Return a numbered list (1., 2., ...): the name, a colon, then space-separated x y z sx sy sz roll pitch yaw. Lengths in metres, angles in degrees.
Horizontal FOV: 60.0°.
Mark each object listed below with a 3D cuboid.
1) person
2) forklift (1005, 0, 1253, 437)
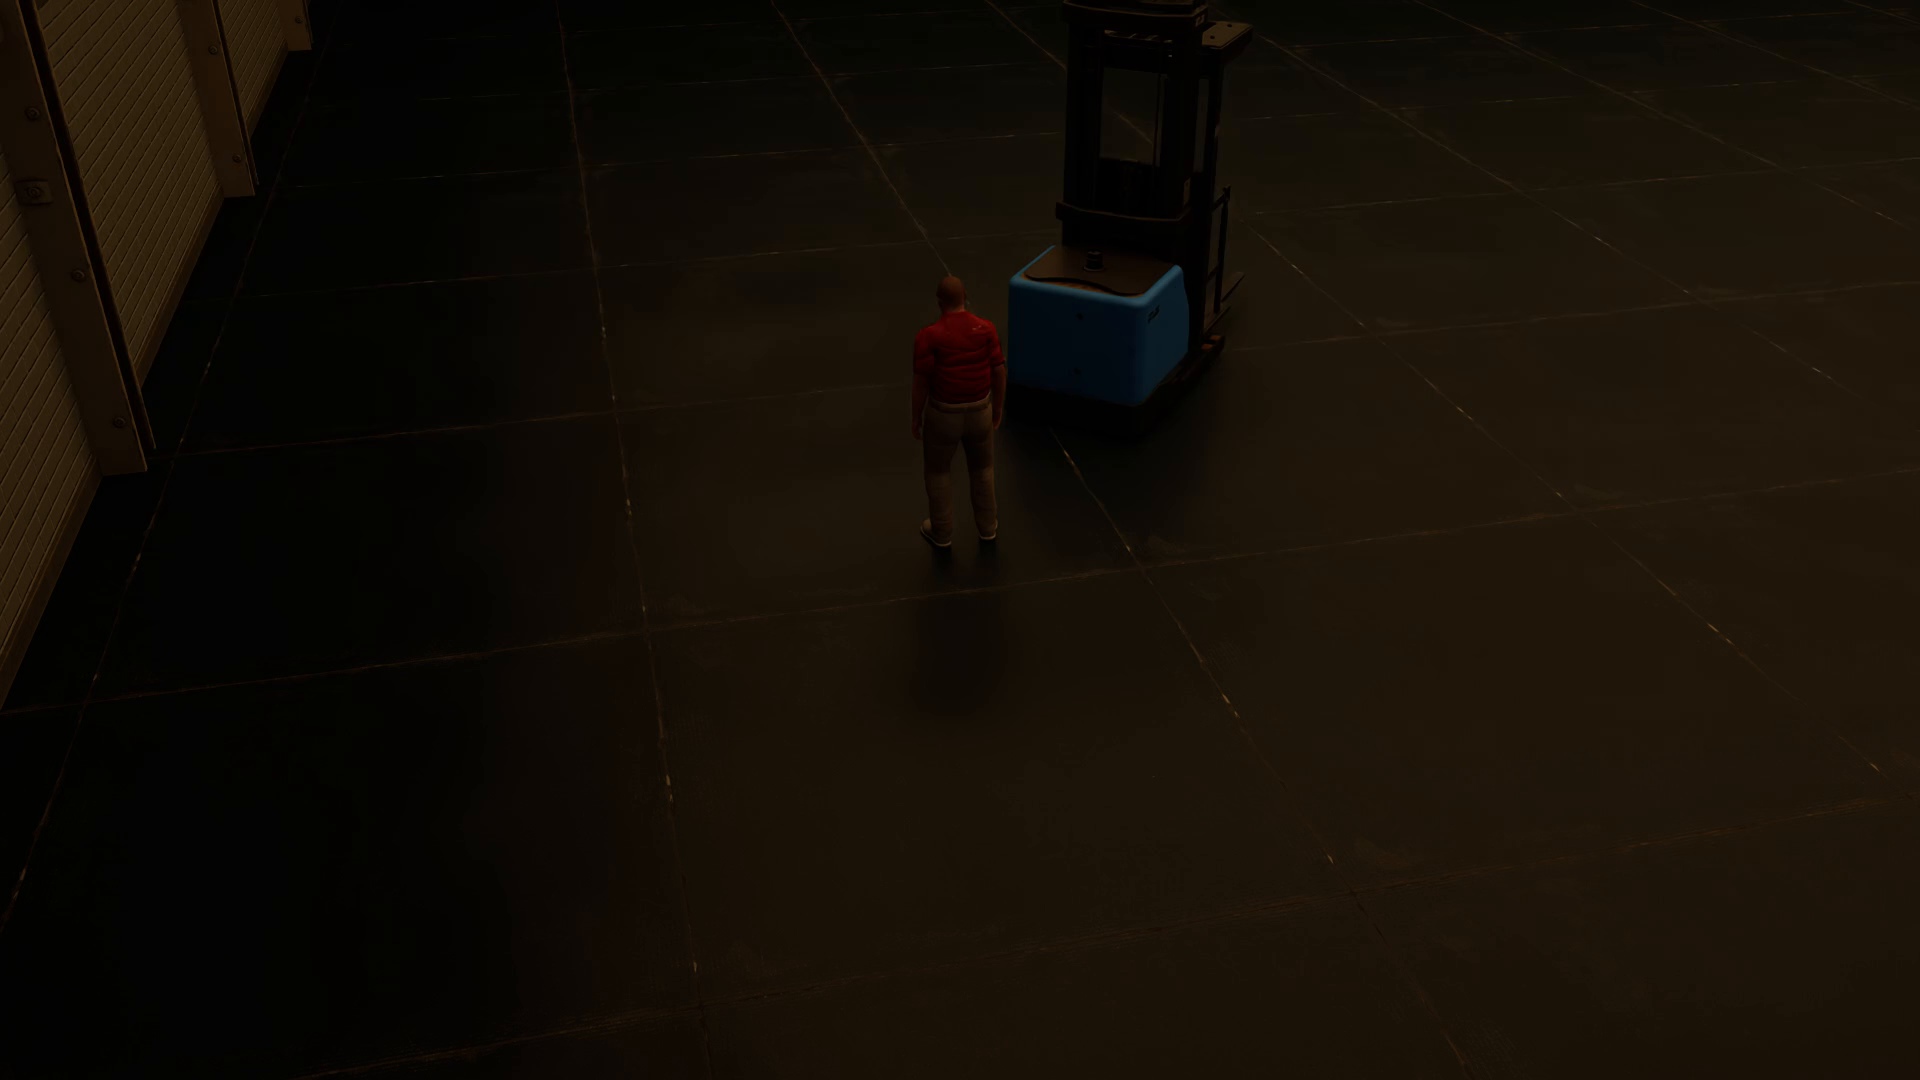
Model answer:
1. person: -0.017 -0.765 10.097 0.587 1.726 0.396 -8 31 -13
2. forklift: 1.418 -2.702 12.243 1.130 2.935 3.031 14 33 22
